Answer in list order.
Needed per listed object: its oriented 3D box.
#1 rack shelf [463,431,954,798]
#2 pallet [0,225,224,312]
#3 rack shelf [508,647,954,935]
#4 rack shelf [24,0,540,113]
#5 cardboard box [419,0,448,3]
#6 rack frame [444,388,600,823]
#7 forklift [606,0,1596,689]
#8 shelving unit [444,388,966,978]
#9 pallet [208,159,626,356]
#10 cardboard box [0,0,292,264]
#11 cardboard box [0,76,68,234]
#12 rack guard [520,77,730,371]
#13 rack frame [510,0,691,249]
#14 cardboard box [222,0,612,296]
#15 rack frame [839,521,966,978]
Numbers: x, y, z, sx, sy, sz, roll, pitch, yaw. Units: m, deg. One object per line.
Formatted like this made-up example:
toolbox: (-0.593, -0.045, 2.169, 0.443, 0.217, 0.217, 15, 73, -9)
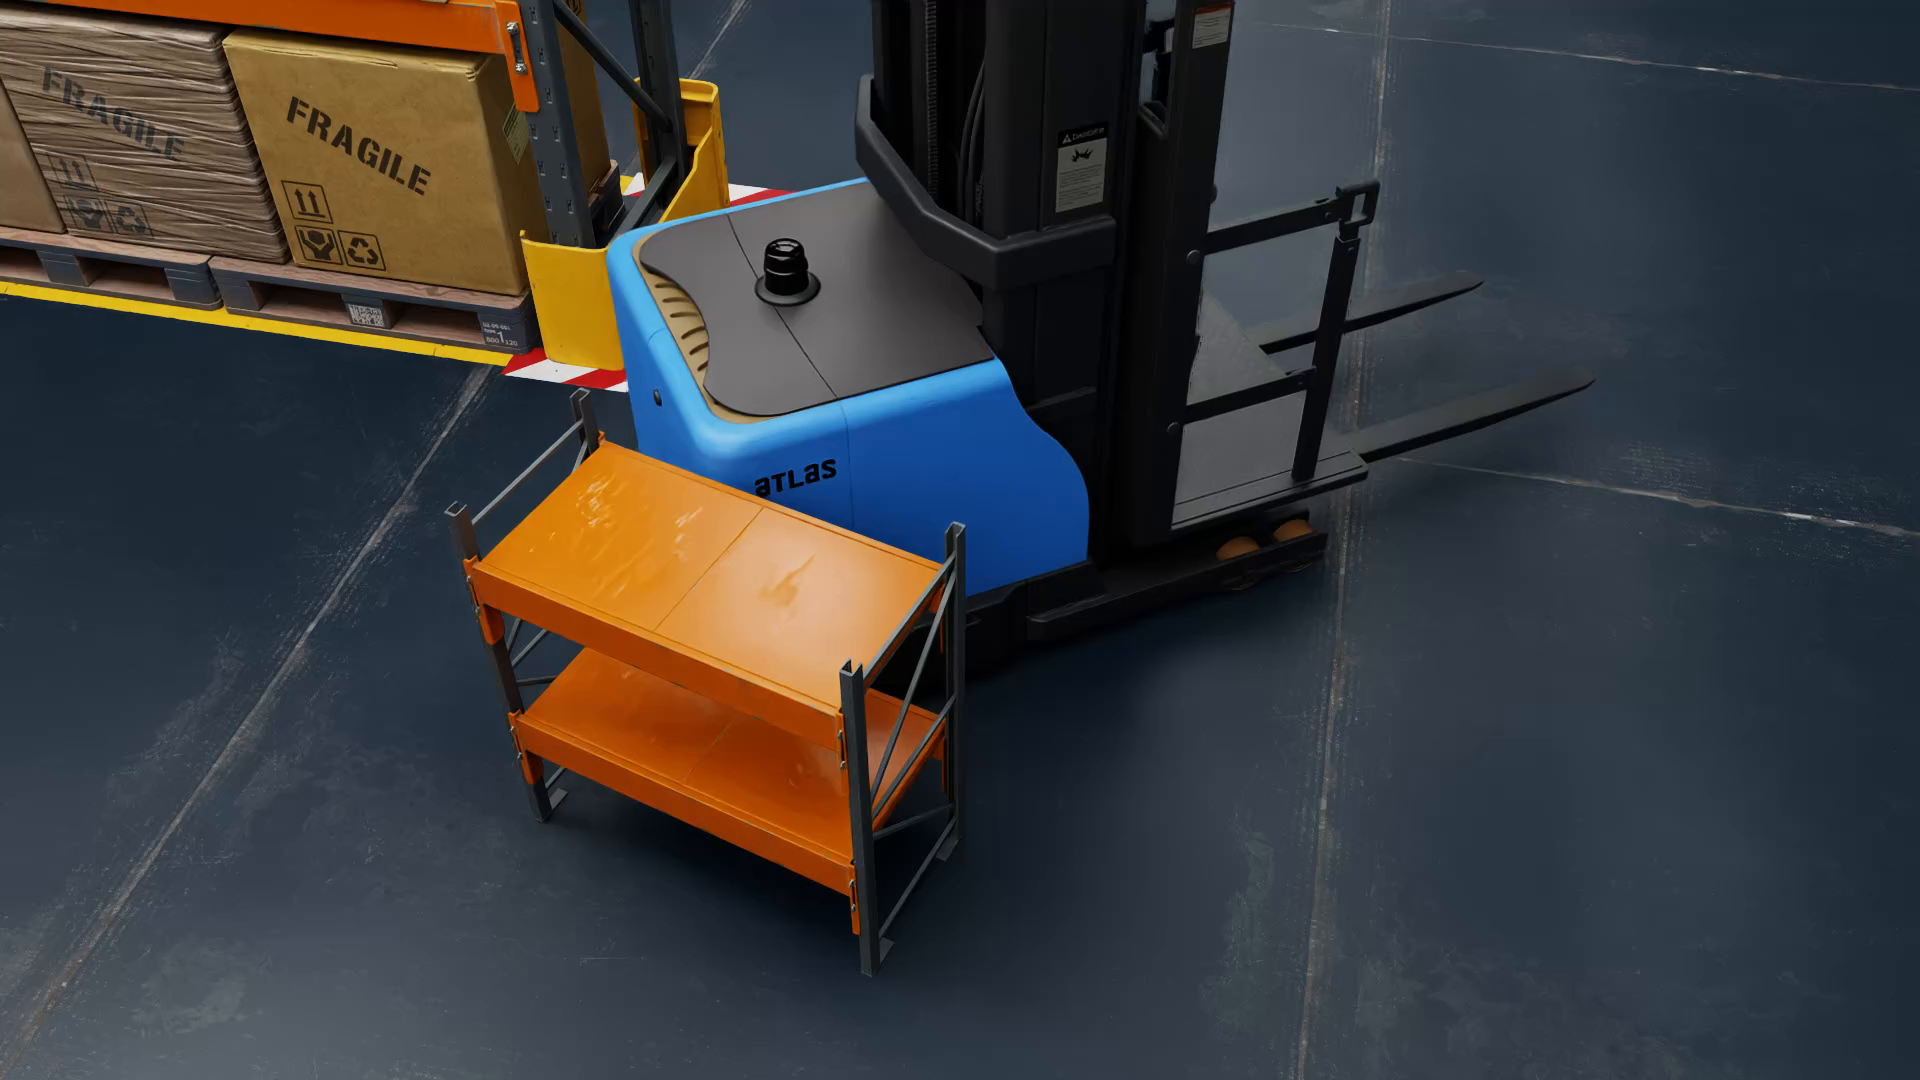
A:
rack shelf: (-0.567, 0.147, 3.864, 1.000, 0.278, 0.538, 20, 47, 19)
pallet: (-3.208, -1.343, 6.493, 1.213, 0.211, 1.003, 9, 45, 9)
rack shelf: (-0.567, 0.535, 4.236, 1.000, 0.278, 0.538, 20, 47, 19)
rack shelf: (-3.175, -2.137, 5.826, 4.000, 0.370, 1.077, 9, 45, 9)
cardboard box: (-1.643, -1.834, 5.174, 0.250, 0.149, 0.380, 10, 45, 10)
rack frame: (-1.017, 0.195, 4.236, 0.032, 1.125, 0.500, 20, 47, 19)
forklift: (0.576, -1.224, 4.408, 3.031, 2.935, 1.130, -17, 46, -17)
shelving unit: (-0.567, 0.358, 4.067, 1.048, 1.125, 0.538, 20, 47, 19)
pallet: (-2.021, -1.157, 6.300, 1.213, 0.211, 1.003, 9, 45, 9)
cardboard box: (-2.754, -1.660, 6.041, 0.875, 0.875, 0.875, 9, 45, 9)
cardboard box: (-3.622, -1.795, 6.181, 0.875, 0.875, 0.875, 9, 45, 9)
rack guard: (-1.200, -1.189, 6.125, 0.348, 0.500, 1.175, 9, 45, 9)
rack frame: (-1.224, -2.094, 5.262, 0.127, 3.000, 1.000, 9, 45, 9)
cardboard box: (-1.866, -1.522, 5.898, 0.875, 0.875, 0.875, 9, 45, 9)
rack frame: (-0.116, 0.521, 3.897, 0.032, 1.125, 0.500, 20, 47, 19)
